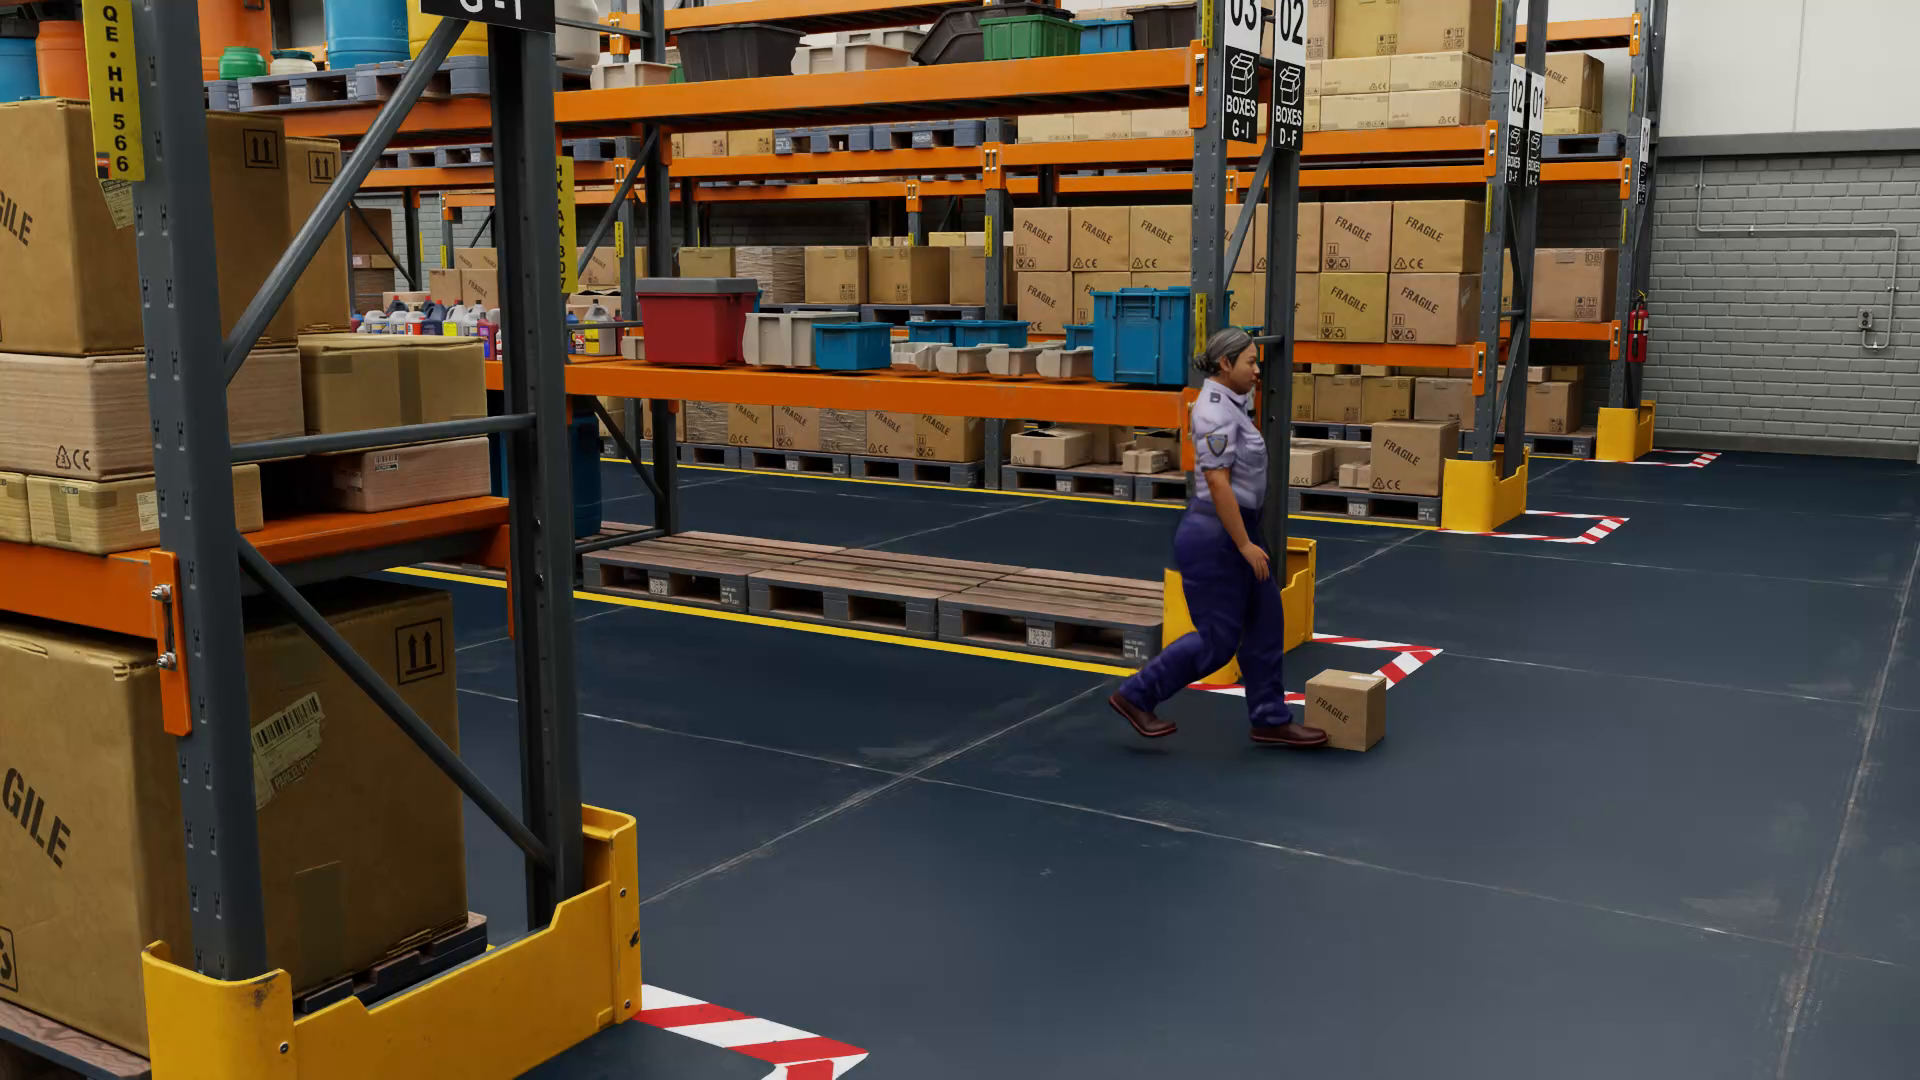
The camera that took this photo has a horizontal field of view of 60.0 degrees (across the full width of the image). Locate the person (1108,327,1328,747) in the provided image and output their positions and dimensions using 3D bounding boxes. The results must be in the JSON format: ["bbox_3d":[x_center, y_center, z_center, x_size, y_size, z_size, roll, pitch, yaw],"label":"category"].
[{"bbox_3d":[1.003,0.003,6.356,0.837,1.619,0.484,2,10,14],"label":"person"}]
